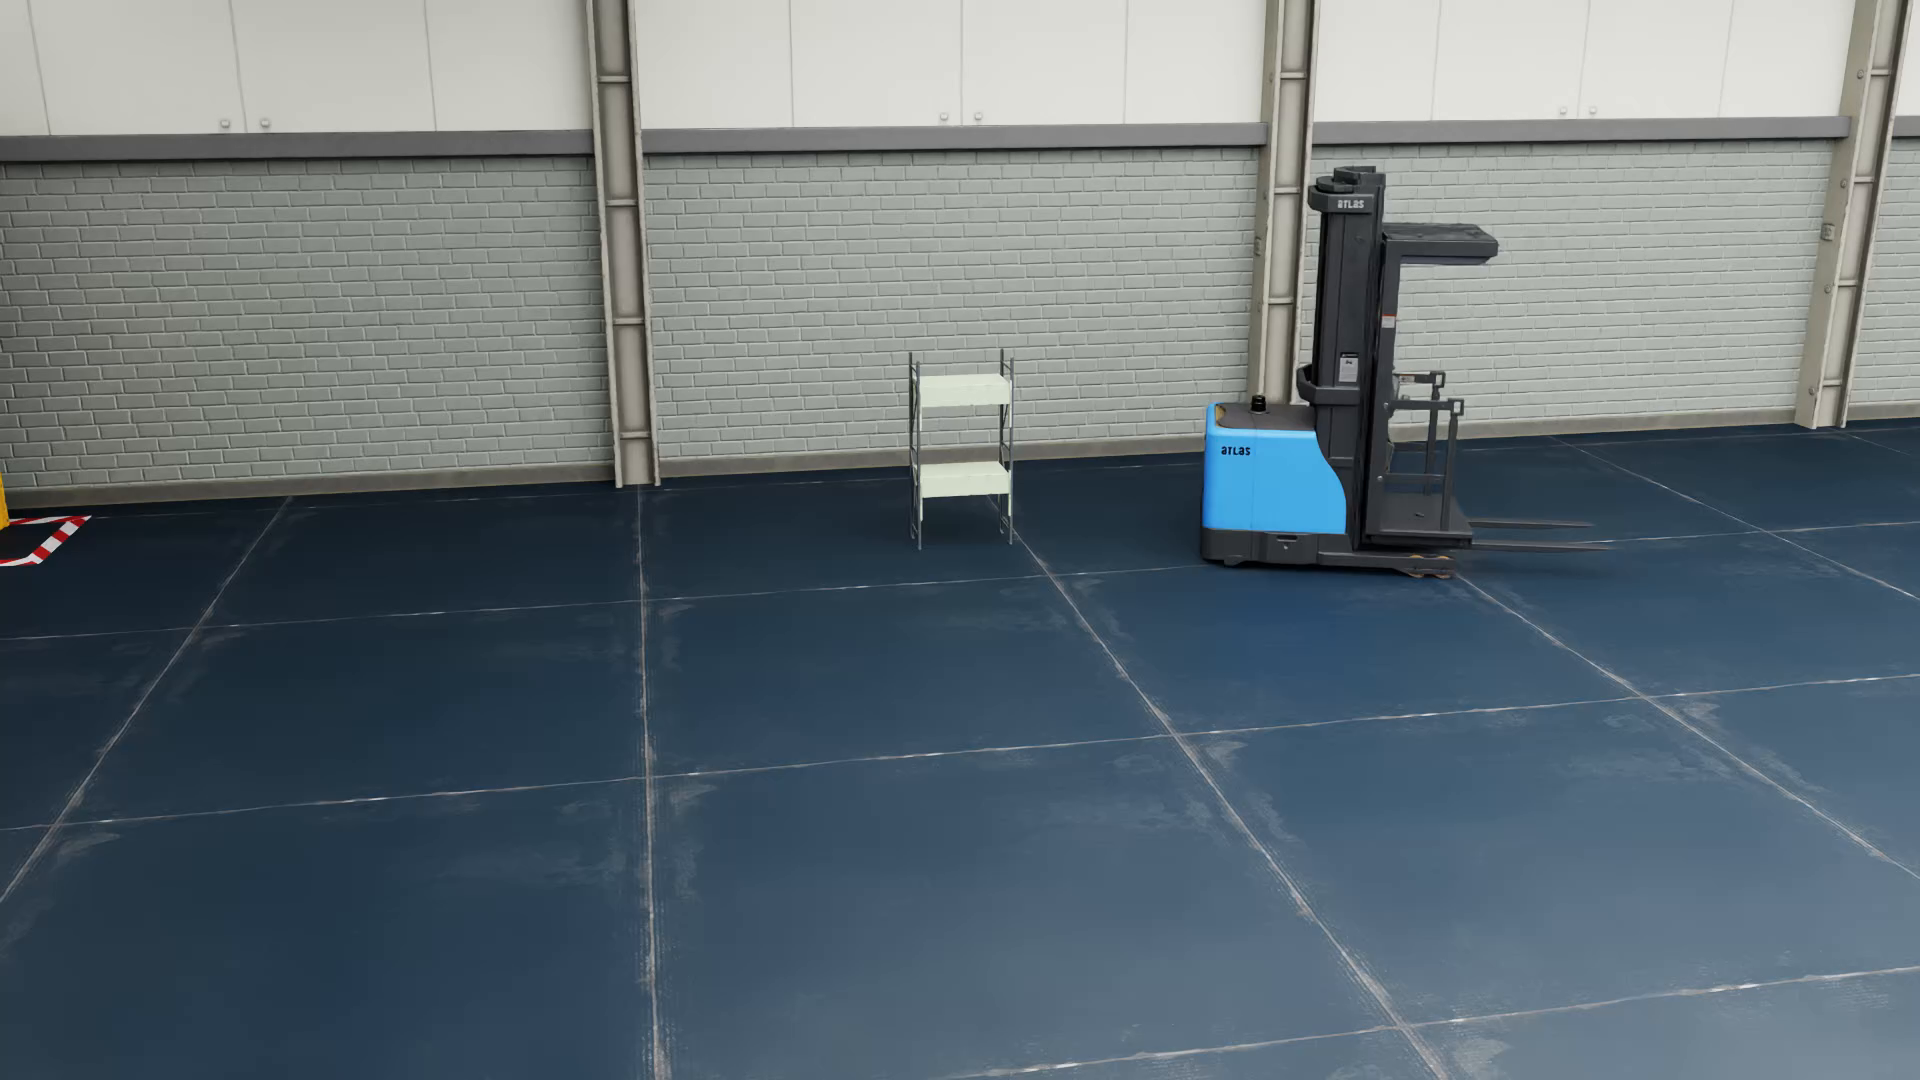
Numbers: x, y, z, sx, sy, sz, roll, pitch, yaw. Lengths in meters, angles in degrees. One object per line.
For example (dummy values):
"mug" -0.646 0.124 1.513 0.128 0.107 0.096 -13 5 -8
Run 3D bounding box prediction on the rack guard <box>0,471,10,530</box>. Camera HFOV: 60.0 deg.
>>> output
"rack guard" -7.919 -0.208 13.136 0.348 0.500 1.175 -3 17 -10

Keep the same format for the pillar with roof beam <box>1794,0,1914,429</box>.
"pillar with roof beam" 9.693 -4.252 11.828 0.400 9.000 9.100 -3 17 -10

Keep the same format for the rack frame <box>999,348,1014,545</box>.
"rack frame" 0.366 -0.738 13.159 0.023 1.500 0.400 -3 17 -10

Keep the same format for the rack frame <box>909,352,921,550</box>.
"rack frame" -0.353 -0.697 13.026 0.023 1.500 0.400 -3 17 -10

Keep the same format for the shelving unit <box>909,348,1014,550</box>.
"shelving unit" 0.007 -0.717 13.093 0.755 1.500 0.431 -3 17 -10

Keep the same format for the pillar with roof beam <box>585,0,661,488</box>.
"pillar with roof beam" -2.090 -3.583 9.651 0.400 9.000 9.100 -3 17 -10

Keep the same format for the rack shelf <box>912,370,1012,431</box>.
"rack shelf" 0.007 -1.090 12.978 0.720 0.370 0.431 -3 17 -10

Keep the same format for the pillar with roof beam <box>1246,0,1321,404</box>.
"pillar with roof beam" 3.802 -3.917 10.740 0.400 9.000 9.100 -3 17 -10

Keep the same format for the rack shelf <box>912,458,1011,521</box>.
"rack shelf" 0.007 -0.406 13.189 0.720 0.370 0.431 -3 17 -10

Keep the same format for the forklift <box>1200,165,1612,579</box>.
"forklift" 3.389 -1.280 12.487 3.031 2.935 1.130 2 17 8
